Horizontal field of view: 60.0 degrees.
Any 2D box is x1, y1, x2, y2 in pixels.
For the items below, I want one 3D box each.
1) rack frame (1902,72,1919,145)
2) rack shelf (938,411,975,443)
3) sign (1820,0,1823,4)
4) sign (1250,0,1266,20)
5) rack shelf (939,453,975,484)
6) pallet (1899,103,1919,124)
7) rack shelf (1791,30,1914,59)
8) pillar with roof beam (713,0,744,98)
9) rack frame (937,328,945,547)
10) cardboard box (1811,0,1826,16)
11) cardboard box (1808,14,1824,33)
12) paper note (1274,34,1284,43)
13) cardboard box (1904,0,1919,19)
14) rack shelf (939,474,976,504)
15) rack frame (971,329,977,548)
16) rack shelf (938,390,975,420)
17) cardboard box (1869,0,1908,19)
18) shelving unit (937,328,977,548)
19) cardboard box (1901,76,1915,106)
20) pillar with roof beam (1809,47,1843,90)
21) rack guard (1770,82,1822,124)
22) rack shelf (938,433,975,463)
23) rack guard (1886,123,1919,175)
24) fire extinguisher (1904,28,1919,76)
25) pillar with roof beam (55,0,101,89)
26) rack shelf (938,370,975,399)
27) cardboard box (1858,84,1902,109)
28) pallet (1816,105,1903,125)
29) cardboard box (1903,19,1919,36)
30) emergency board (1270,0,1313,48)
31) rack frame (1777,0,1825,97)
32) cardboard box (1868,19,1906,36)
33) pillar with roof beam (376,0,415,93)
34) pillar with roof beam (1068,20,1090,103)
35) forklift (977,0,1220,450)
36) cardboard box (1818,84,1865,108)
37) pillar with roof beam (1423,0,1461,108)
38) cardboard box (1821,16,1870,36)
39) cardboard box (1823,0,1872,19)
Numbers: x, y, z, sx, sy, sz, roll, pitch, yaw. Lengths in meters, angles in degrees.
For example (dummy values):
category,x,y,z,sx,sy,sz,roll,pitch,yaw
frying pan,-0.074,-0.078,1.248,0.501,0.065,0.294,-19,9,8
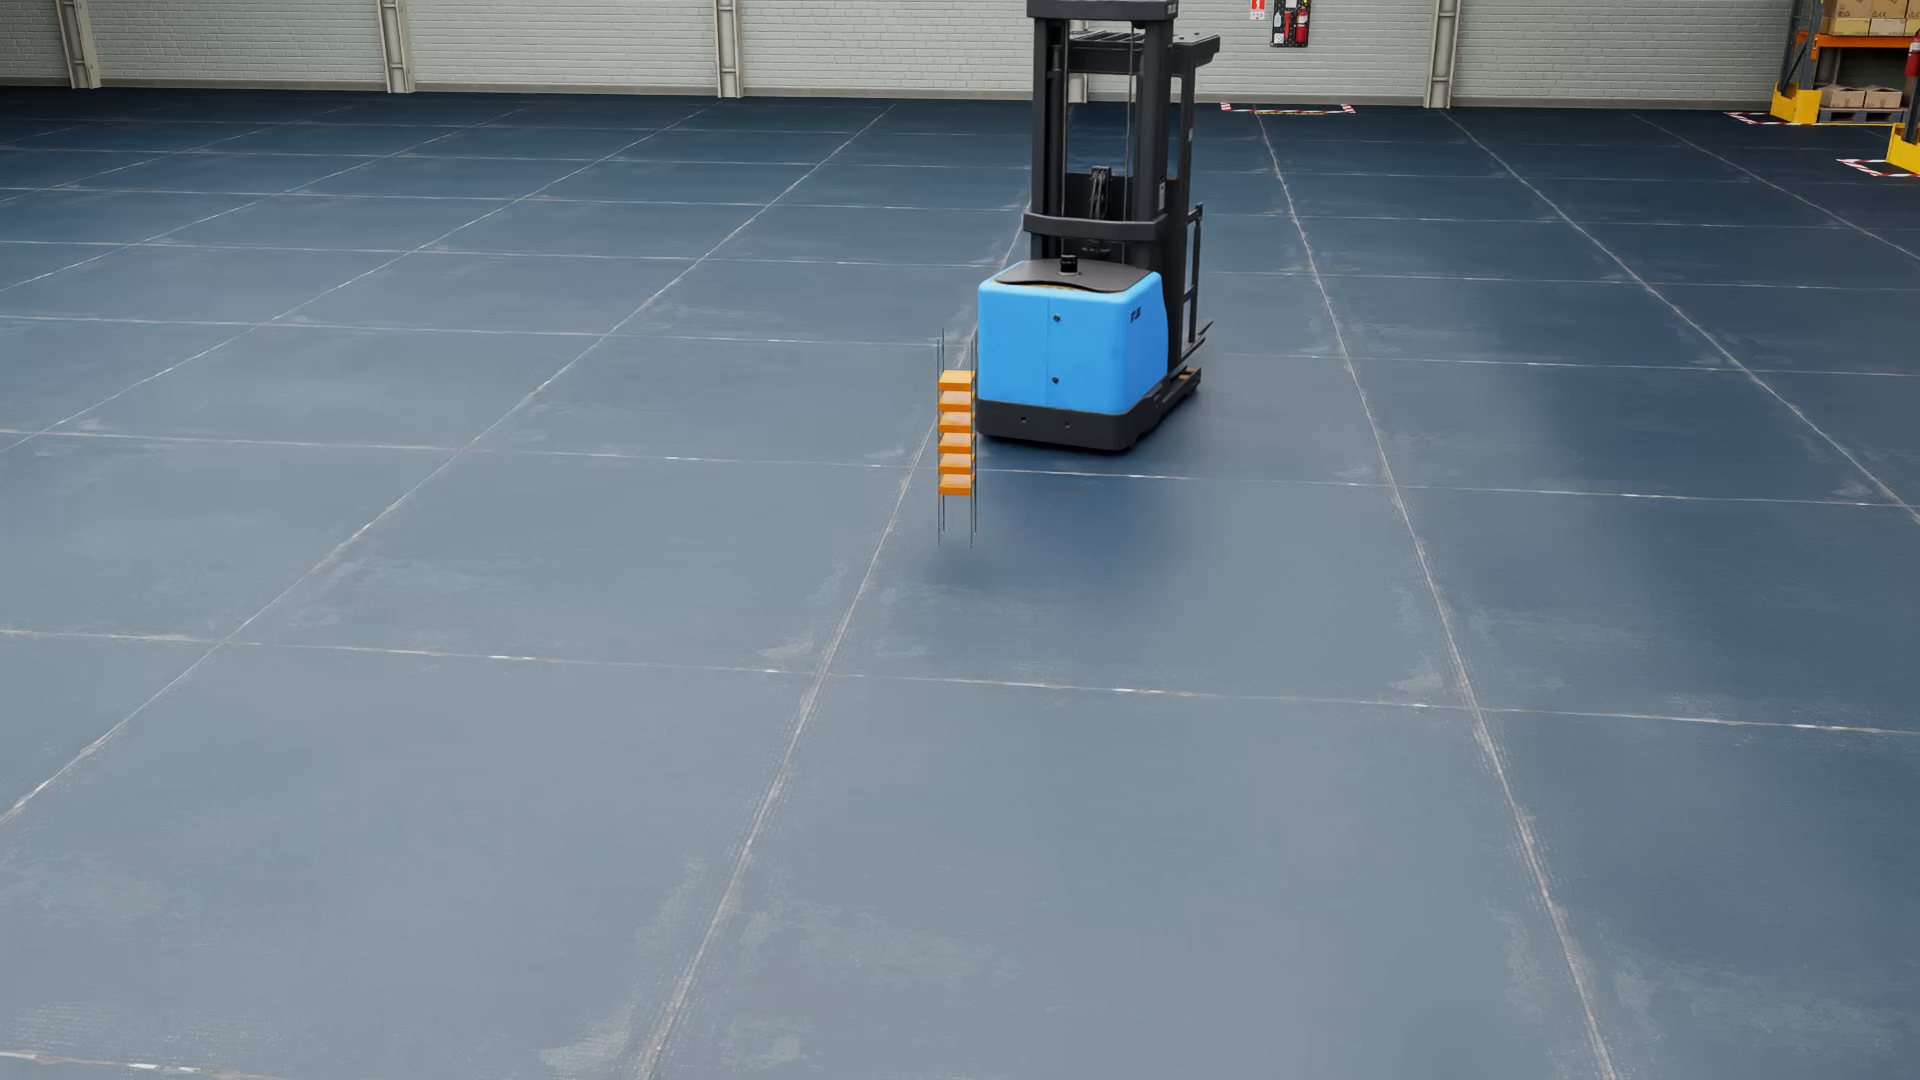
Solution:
category,x,y,z,sx,sy,sz,roll,pitch,yaw
rack frame,12.508,-6.250,21.168,0.127,3.000,1.000,2,22,6
rack shelf,-0.014,-0.629,9.193,0.180,0.103,0.258,2,22,6
sign,13.024,-8.263,25.083,0.005,0.325,0.100,2,22,6
sign,4.940,-8.803,27.577,0.234,0.329,0.001,2,22,6
rack shelf,-0.014,-0.406,9.281,0.180,0.103,0.258,2,22,6
pallet,15.174,-6.657,25.990,1.213,0.211,1.003,2,22,6
rack shelf,15.074,-7.637,25.657,4.000,0.370,1.077,2,22,6
pillar with roof beam,-4.497,-10.341,23.357,0.400,9.000,9.100,2,22,6
rack frame,-0.105,-0.563,9.231,0.006,1.200,0.240,2,22,6
cardboard box,13.581,-8.404,25.774,0.500,0.500,0.500,2,22,6
cardboard box,13.575,-8.049,25.895,0.500,0.250,0.500,3,22,7
paper note,5.309,-8.348,27.673,0.142,0.148,0.016,2,22,6
cardboard box,14.528,-8.167,25.174,0.500,0.500,0.500,2,22,5
rack shelf,-0.014,-0.294,9.325,0.180,0.103,0.258,2,22,6
rack frame,0.076,-0.555,9.211,0.006,1.200,0.240,2,22,6
rack shelf,-0.014,-0.740,9.149,0.180,0.103,0.258,2,22,6
cardboard box,14.016,-8.191,25.236,0.500,0.500,0.500,3,22,6
shelving unit,-0.014,-0.559,9.221,0.189,1.200,0.258,2,22,6
cardboard box,15.053,-6.963,25.774,0.500,0.500,0.700,1,22,3
pillar with roof beam,13.378,-9.562,21.387,0.400,9.000,9.100,2,22,6
rack guard,13.163,-6.893,26.195,0.348,0.500,1.175,2,22,6
rack shelf,-0.014,-0.517,9.237,0.180,0.103,0.258,2,22,6
rack guard,12.485,-5.088,21.630,0.348,0.500,1.175,2,22,6
fire extinguisher,12.446,-6.388,21.624,0.183,0.674,0.296,2,22,6
pillar with roof beam,-16.413,-10.860,24.670,0.400,9.000,9.100,2,22,6
rack shelf,-0.014,-0.852,9.105,0.180,0.103,0.258,2,22,6
cardboard box,14.330,-6.925,25.936,0.500,0.311,0.500,4,22,11
pallet,13.966,-6.710,26.126,1.213,0.211,1.003,2,22,6
cardboard box,14.557,-7.820,25.316,0.500,0.250,0.500,2,22,5
emergency board,5.477,-8.725,27.428,0.643,1.169,0.194,2,22,6
rack frame,13.088,-8.059,25.743,0.127,3.000,1.000,2,22,6
cardboard box,14.052,-7.844,25.377,0.500,0.250,0.500,2,22,5
pillar with roof beam,-10.455,-10.601,24.014,0.400,9.000,9.100,2,22,6
pillar with roof beam,1.461,-10.081,22.700,0.400,9.000,9.100,2,22,6
forklift,1.131,-2.449,11.649,1.130,2.935,3.031,9,23,21
cardboard box,13.764,-6.950,25.998,0.500,0.311,0.500,0,22,0
pillar with roof beam,7.420,-9.822,22.044,0.400,9.000,9.100,2,22,6
cardboard box,13.535,-7.861,25.421,0.500,0.250,0.500,2,22,5
cardboard box,13.526,-8.216,25.300,0.500,0.500,0.500,3,22,6
